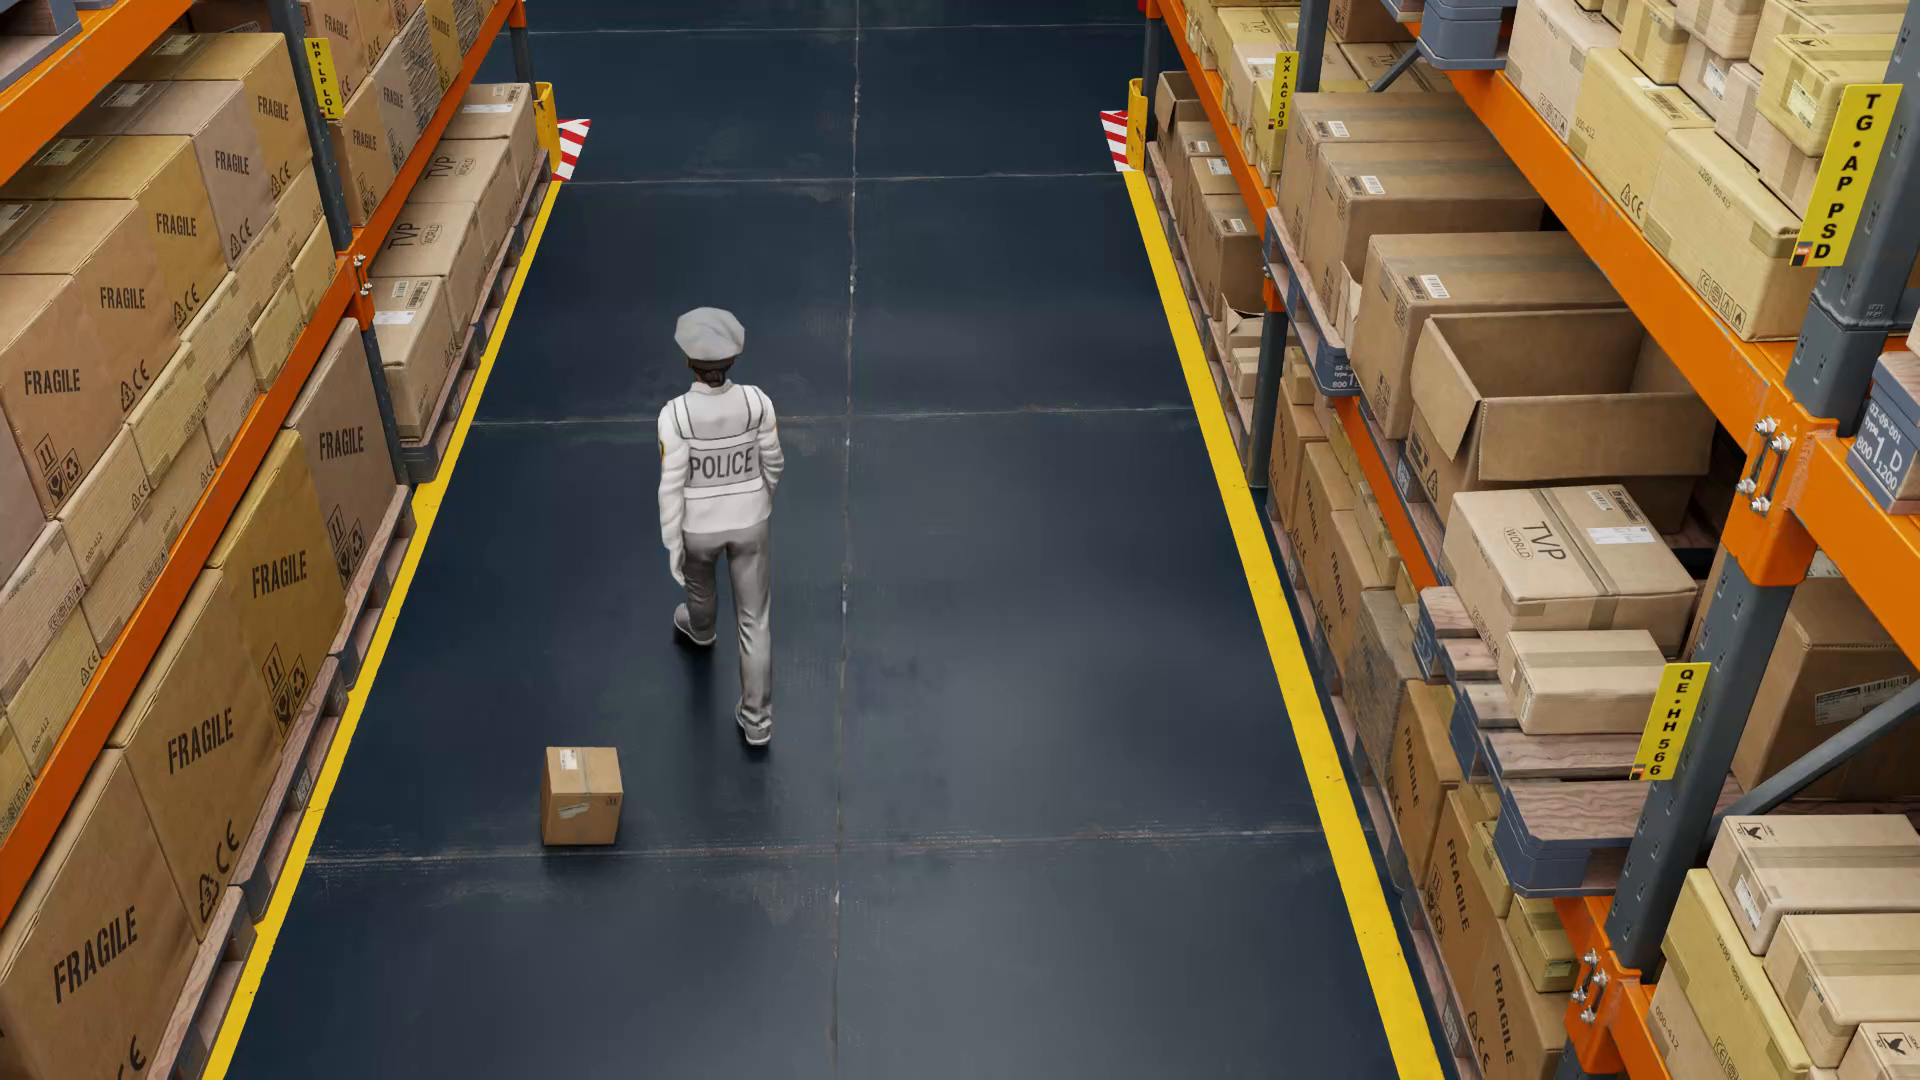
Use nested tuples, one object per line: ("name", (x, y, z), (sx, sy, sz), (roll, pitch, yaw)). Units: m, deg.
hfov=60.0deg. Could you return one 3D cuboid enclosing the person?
("person", (-0.893, -0.115, 6.271), (0.488, 1.623, 0.943), (-8, 36, -11))
